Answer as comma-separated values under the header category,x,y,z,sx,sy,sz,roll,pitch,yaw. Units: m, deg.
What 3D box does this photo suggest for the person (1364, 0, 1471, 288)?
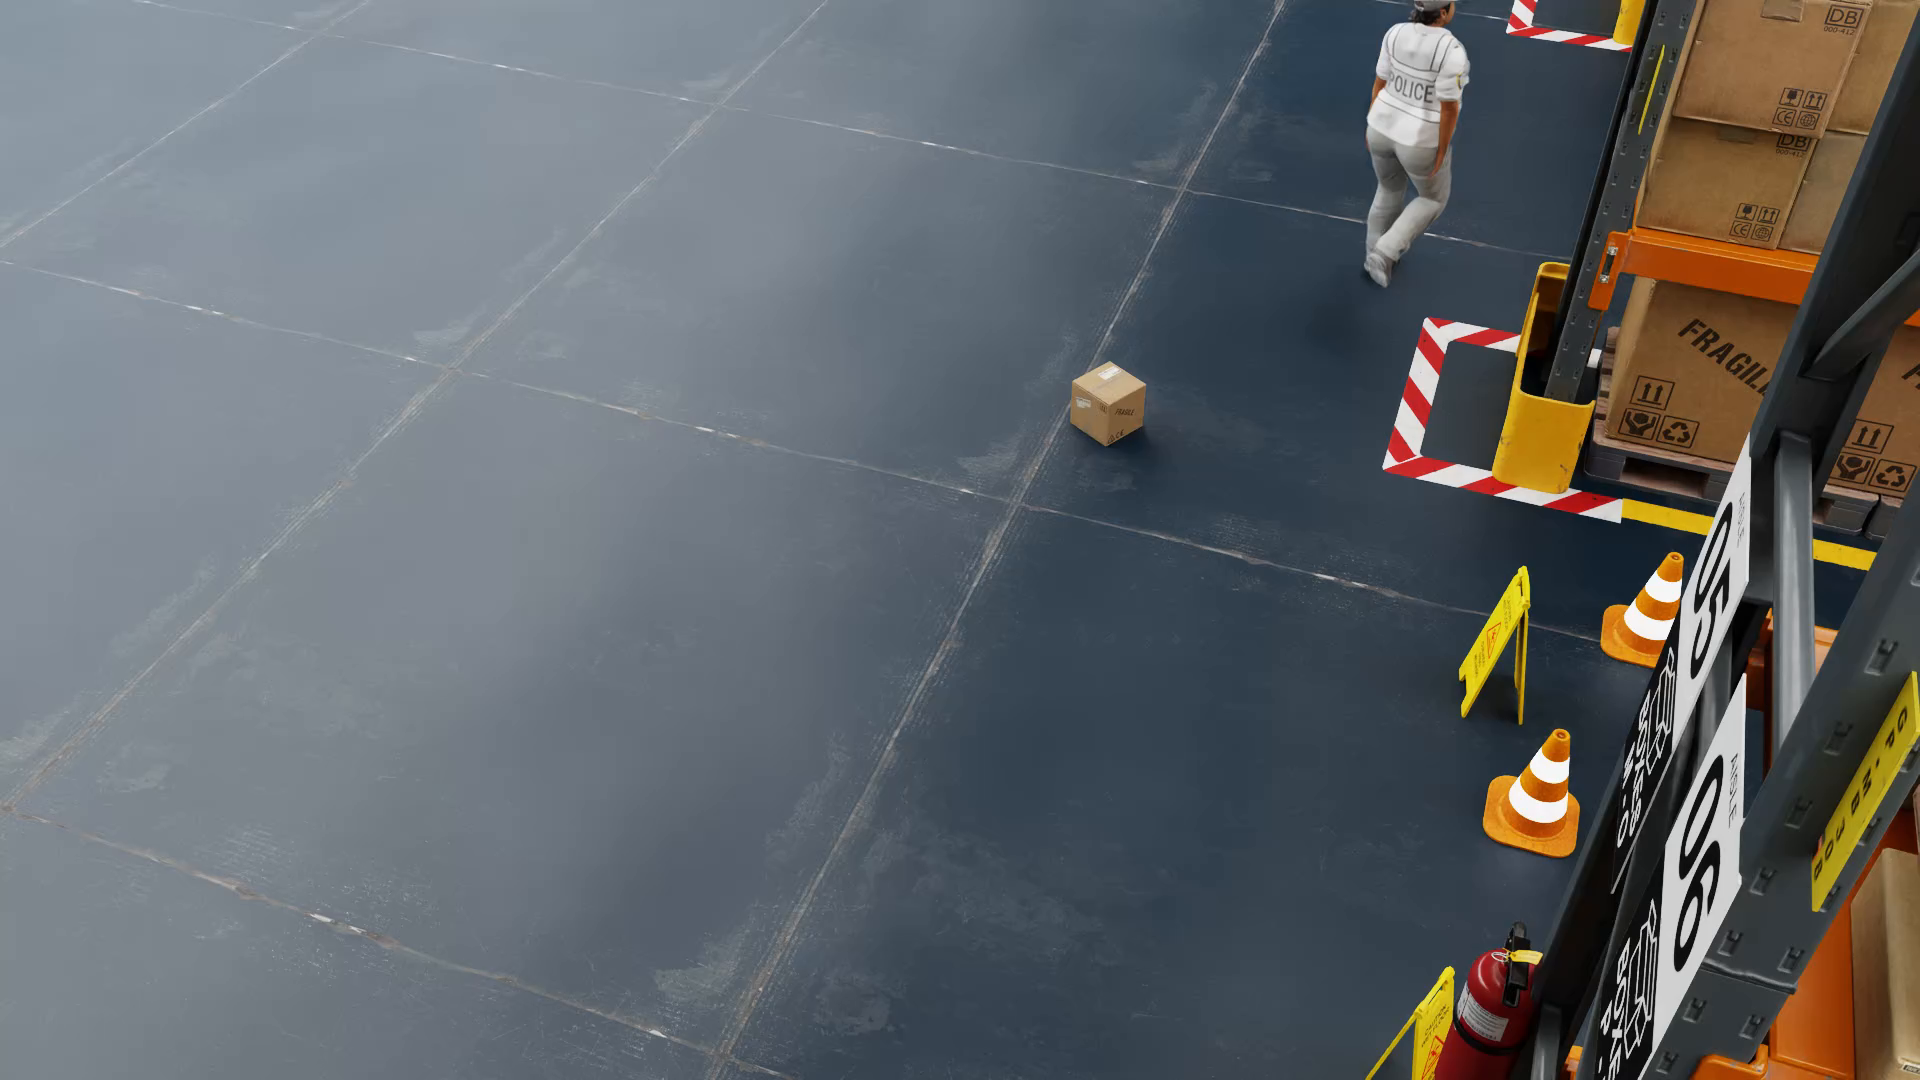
category,x,y,z,sx,sy,sz,roll,pitch,yaw
person,2.265,-2.035,8.410,0.492,1.649,0.558,32,51,31
